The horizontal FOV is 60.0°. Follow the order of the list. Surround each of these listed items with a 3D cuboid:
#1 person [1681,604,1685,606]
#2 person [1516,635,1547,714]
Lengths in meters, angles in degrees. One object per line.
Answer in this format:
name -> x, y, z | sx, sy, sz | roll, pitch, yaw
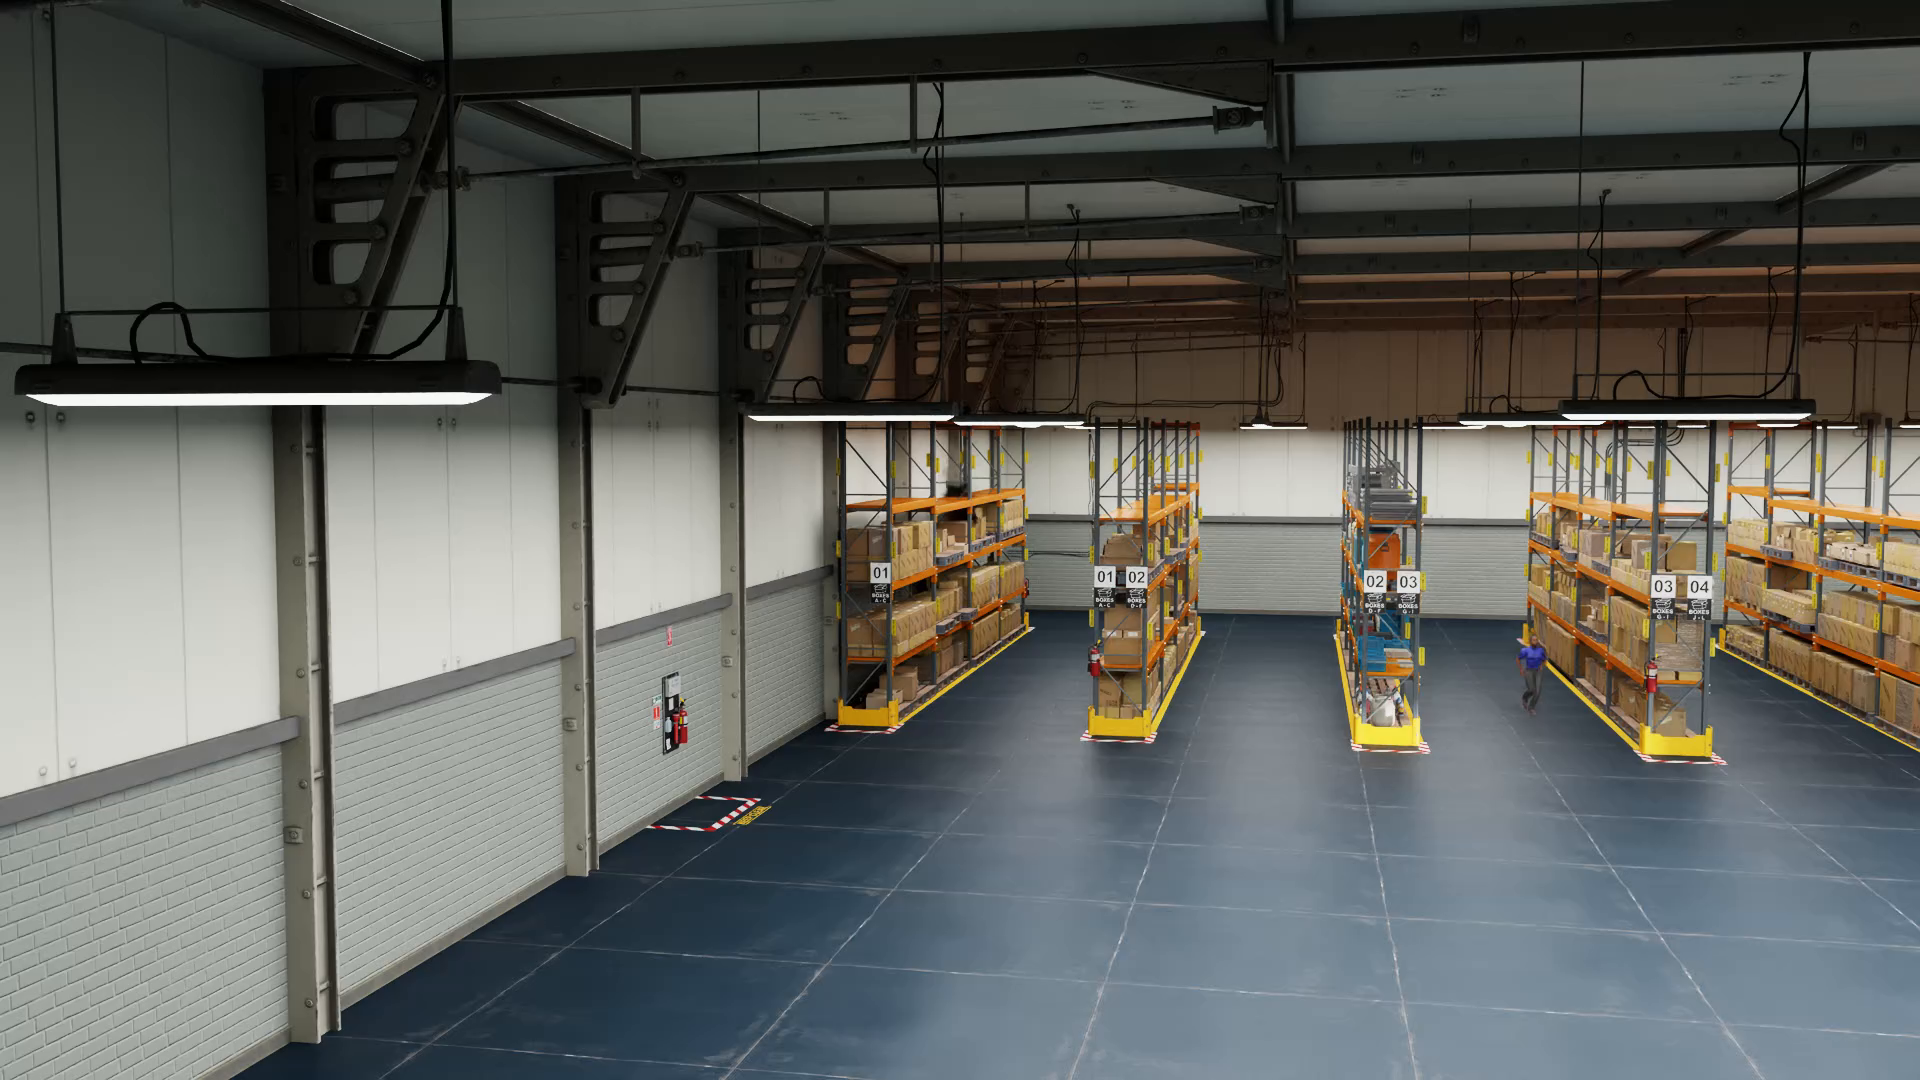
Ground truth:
person -> 18.890, 2.017, 43.899 | 0.728, 1.784, 0.681 | 3, 5, 40
person -> 11.616, 2.732, 33.679 | 0.567, 1.614, 0.549 | 0, 4, 0
